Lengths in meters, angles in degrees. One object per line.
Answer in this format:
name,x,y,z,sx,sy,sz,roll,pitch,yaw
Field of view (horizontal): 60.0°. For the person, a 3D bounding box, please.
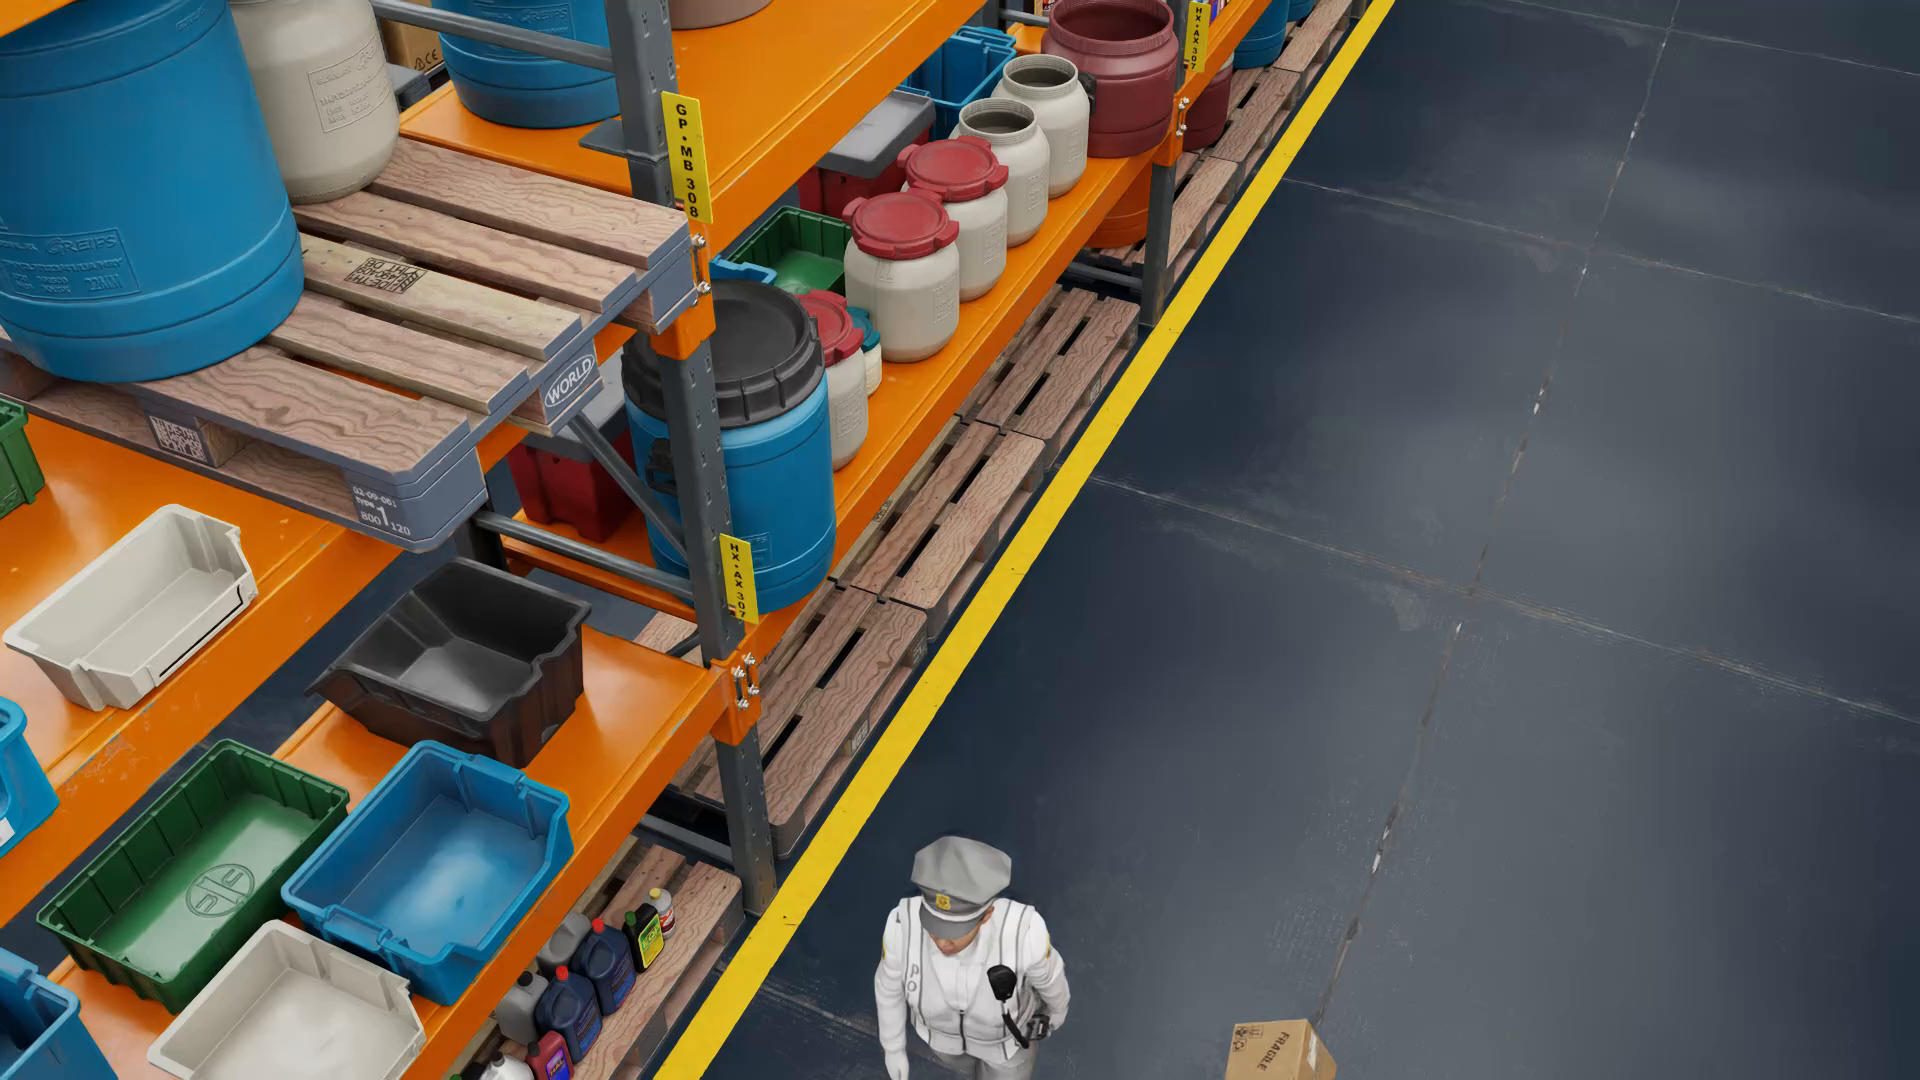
person,0.024,1.372,4.654,0.508,1.702,0.692,10,43,11
